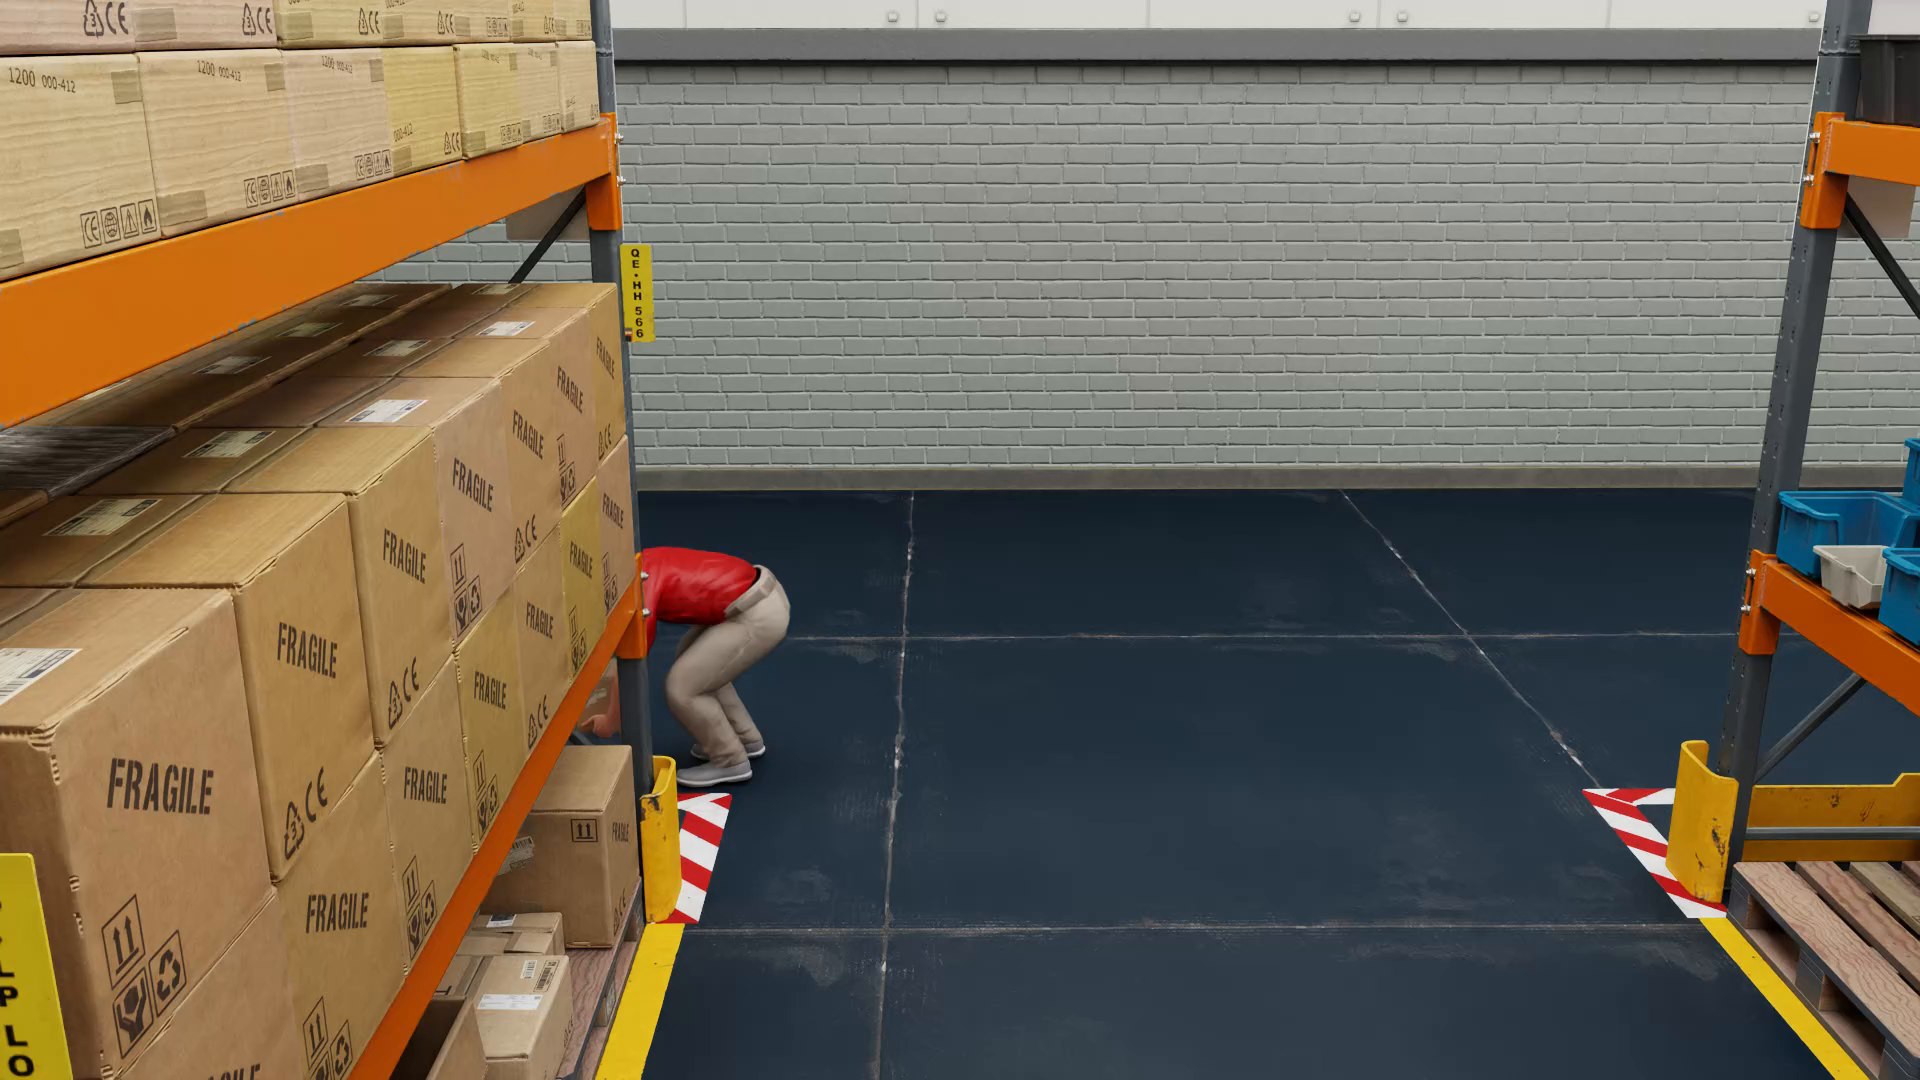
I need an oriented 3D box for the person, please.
[{"bbox_3d":[-1.191,0.482,7.084,0.943,0.950,0.524,-2,17,-5],"label":"person"}]
